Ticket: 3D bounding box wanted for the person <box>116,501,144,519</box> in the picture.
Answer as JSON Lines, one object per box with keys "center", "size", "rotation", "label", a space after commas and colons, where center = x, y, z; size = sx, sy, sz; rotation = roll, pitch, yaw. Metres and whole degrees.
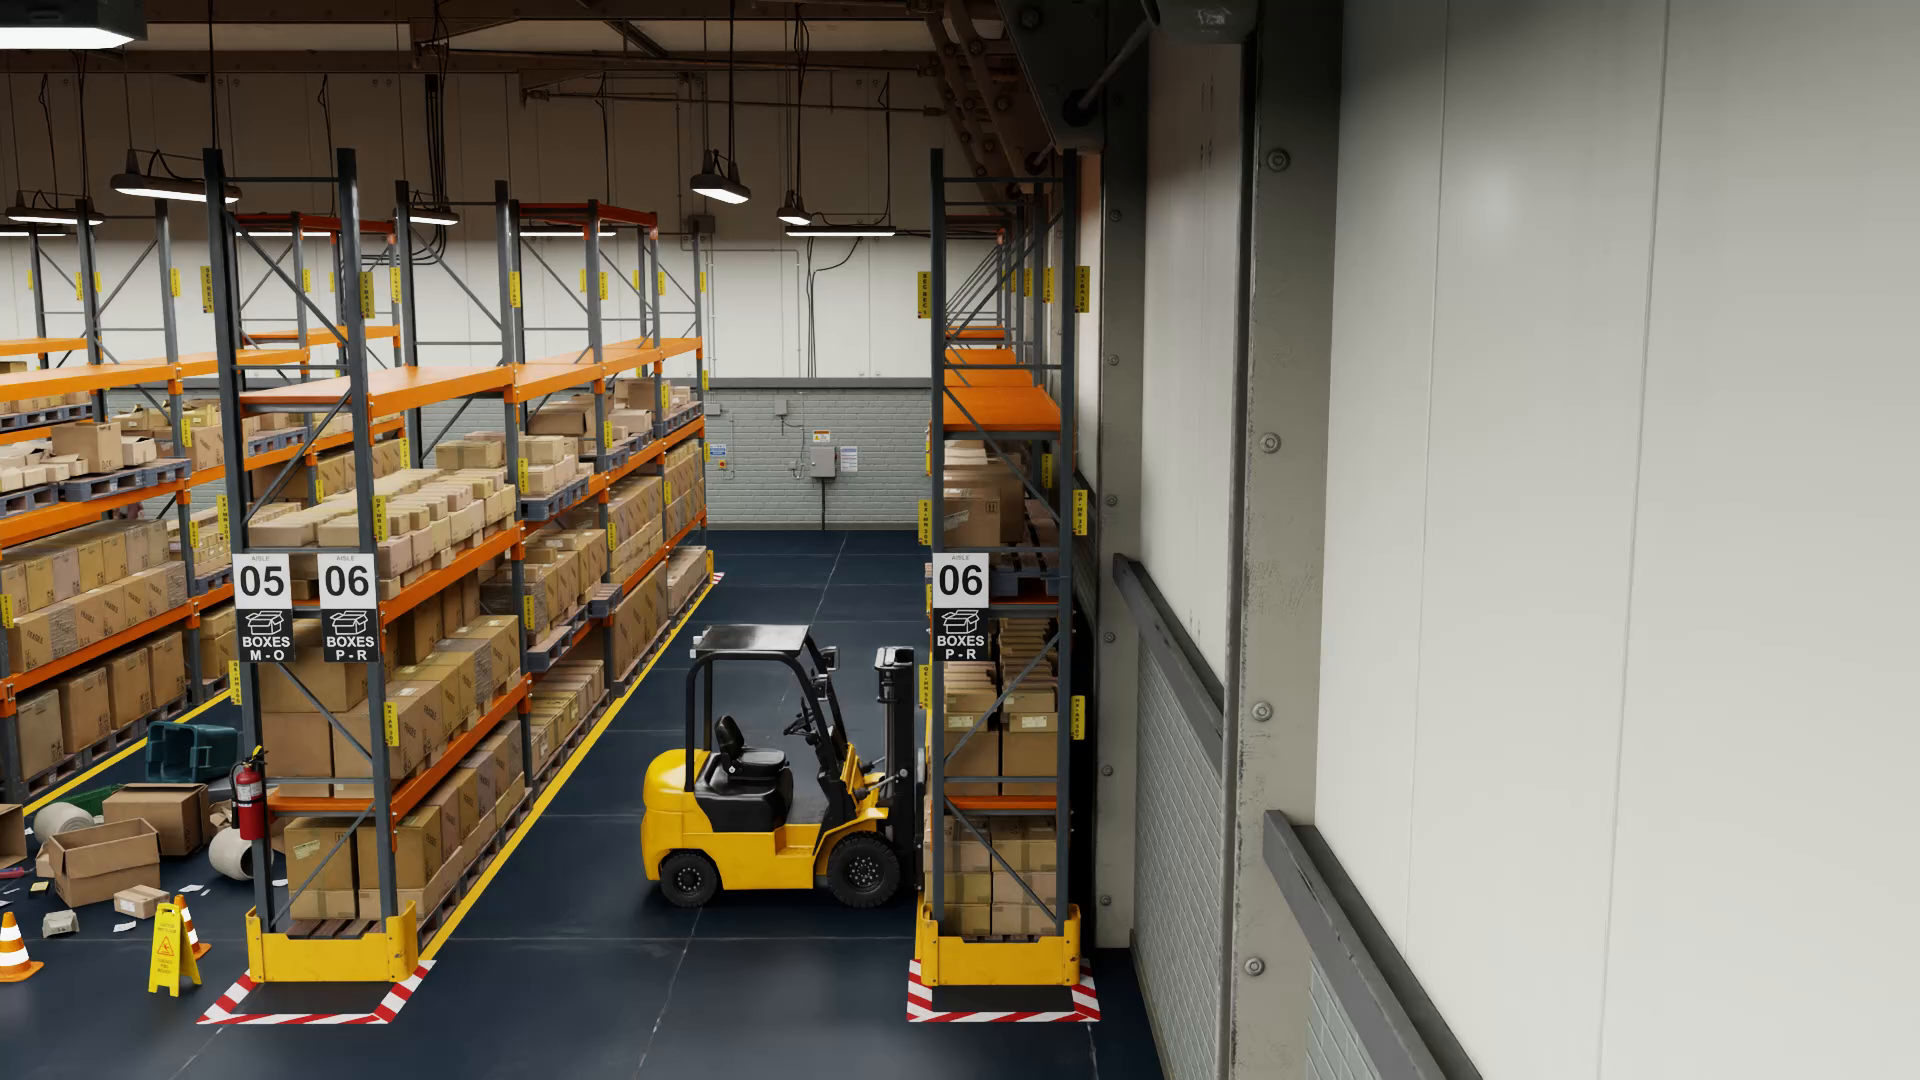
{"center": [-15.047, -0.453, 29.945], "size": [0.647, 1.823, 0.523], "rotation": [-5, 11, -30], "label": "person"}
